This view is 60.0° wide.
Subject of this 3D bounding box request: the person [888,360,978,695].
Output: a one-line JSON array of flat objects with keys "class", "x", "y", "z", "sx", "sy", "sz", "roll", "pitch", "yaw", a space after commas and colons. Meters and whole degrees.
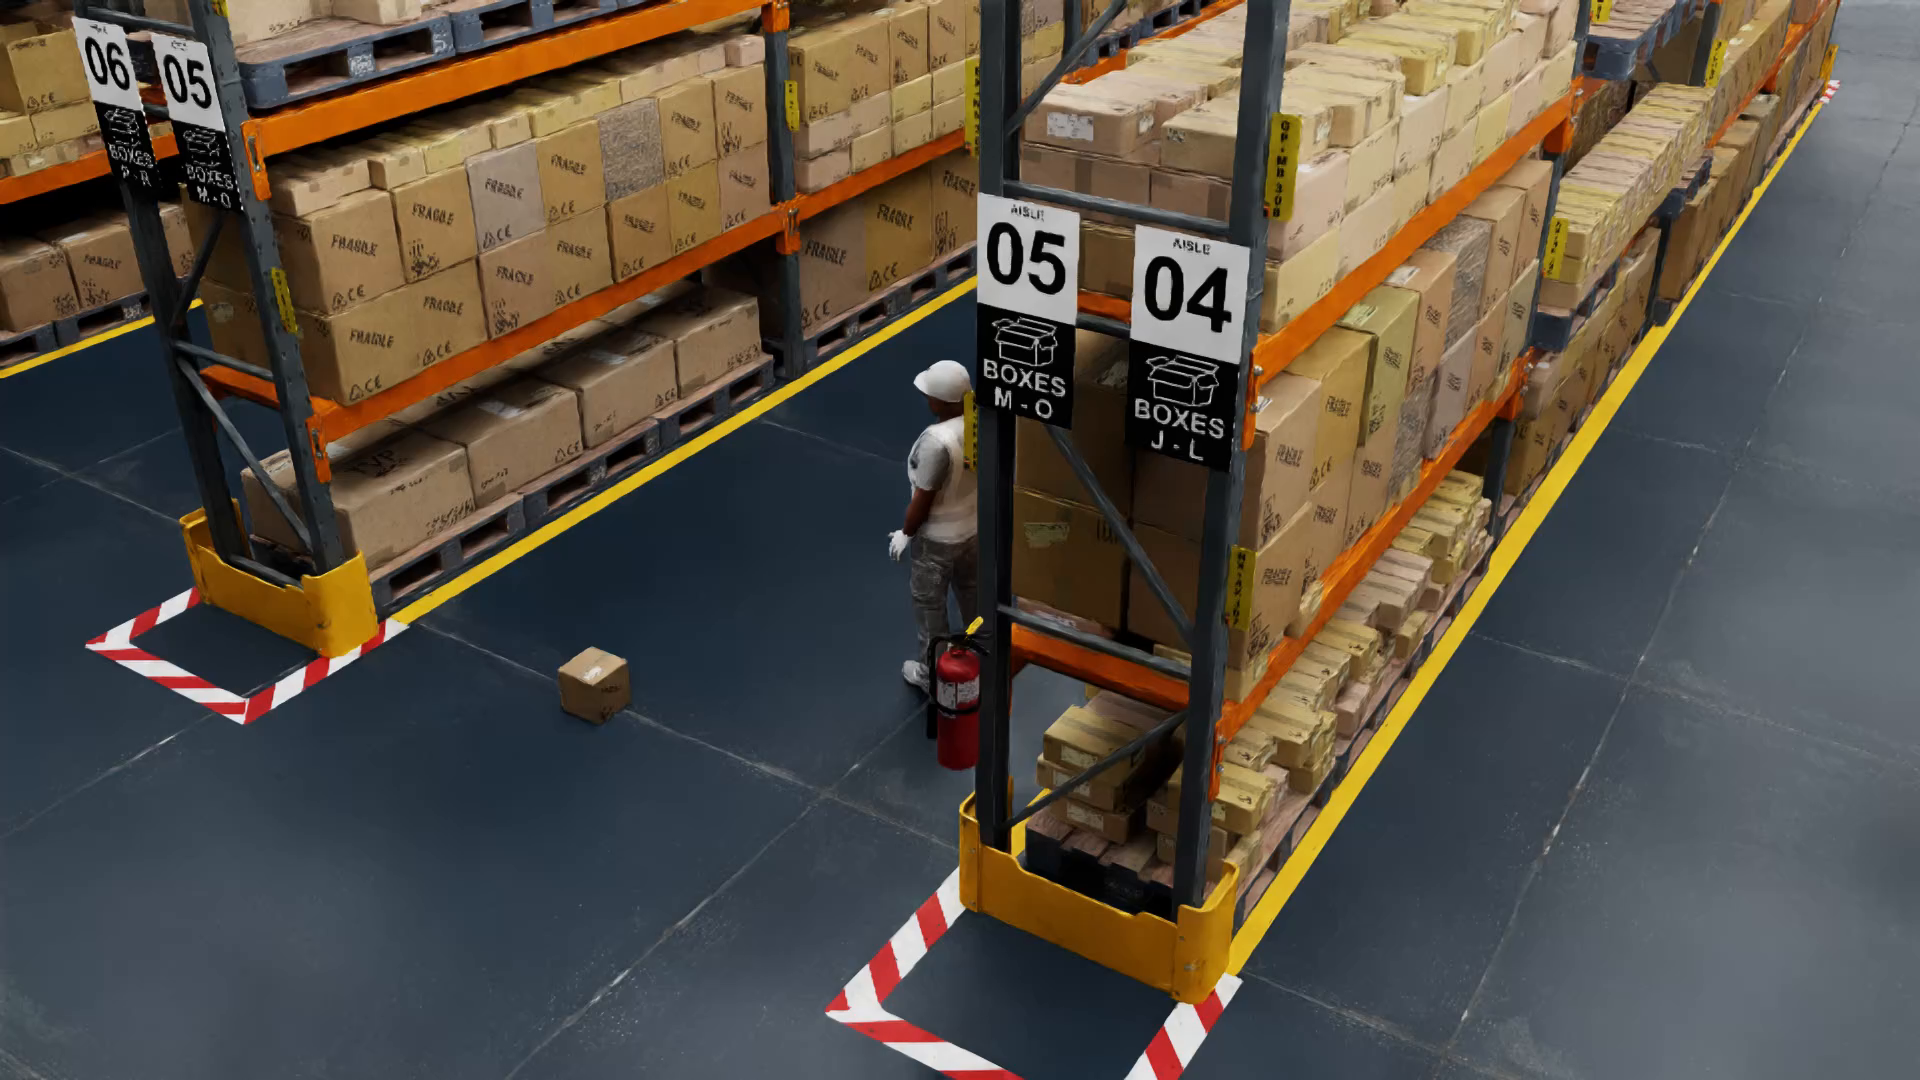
[{"class": "person", "x": -0.076, "y": -0.070, "z": 8.243, "sx": 0.401, "sy": 1.790, "sz": 0.596, "roll": 19, "pitch": 35, "yaw": 30}]
